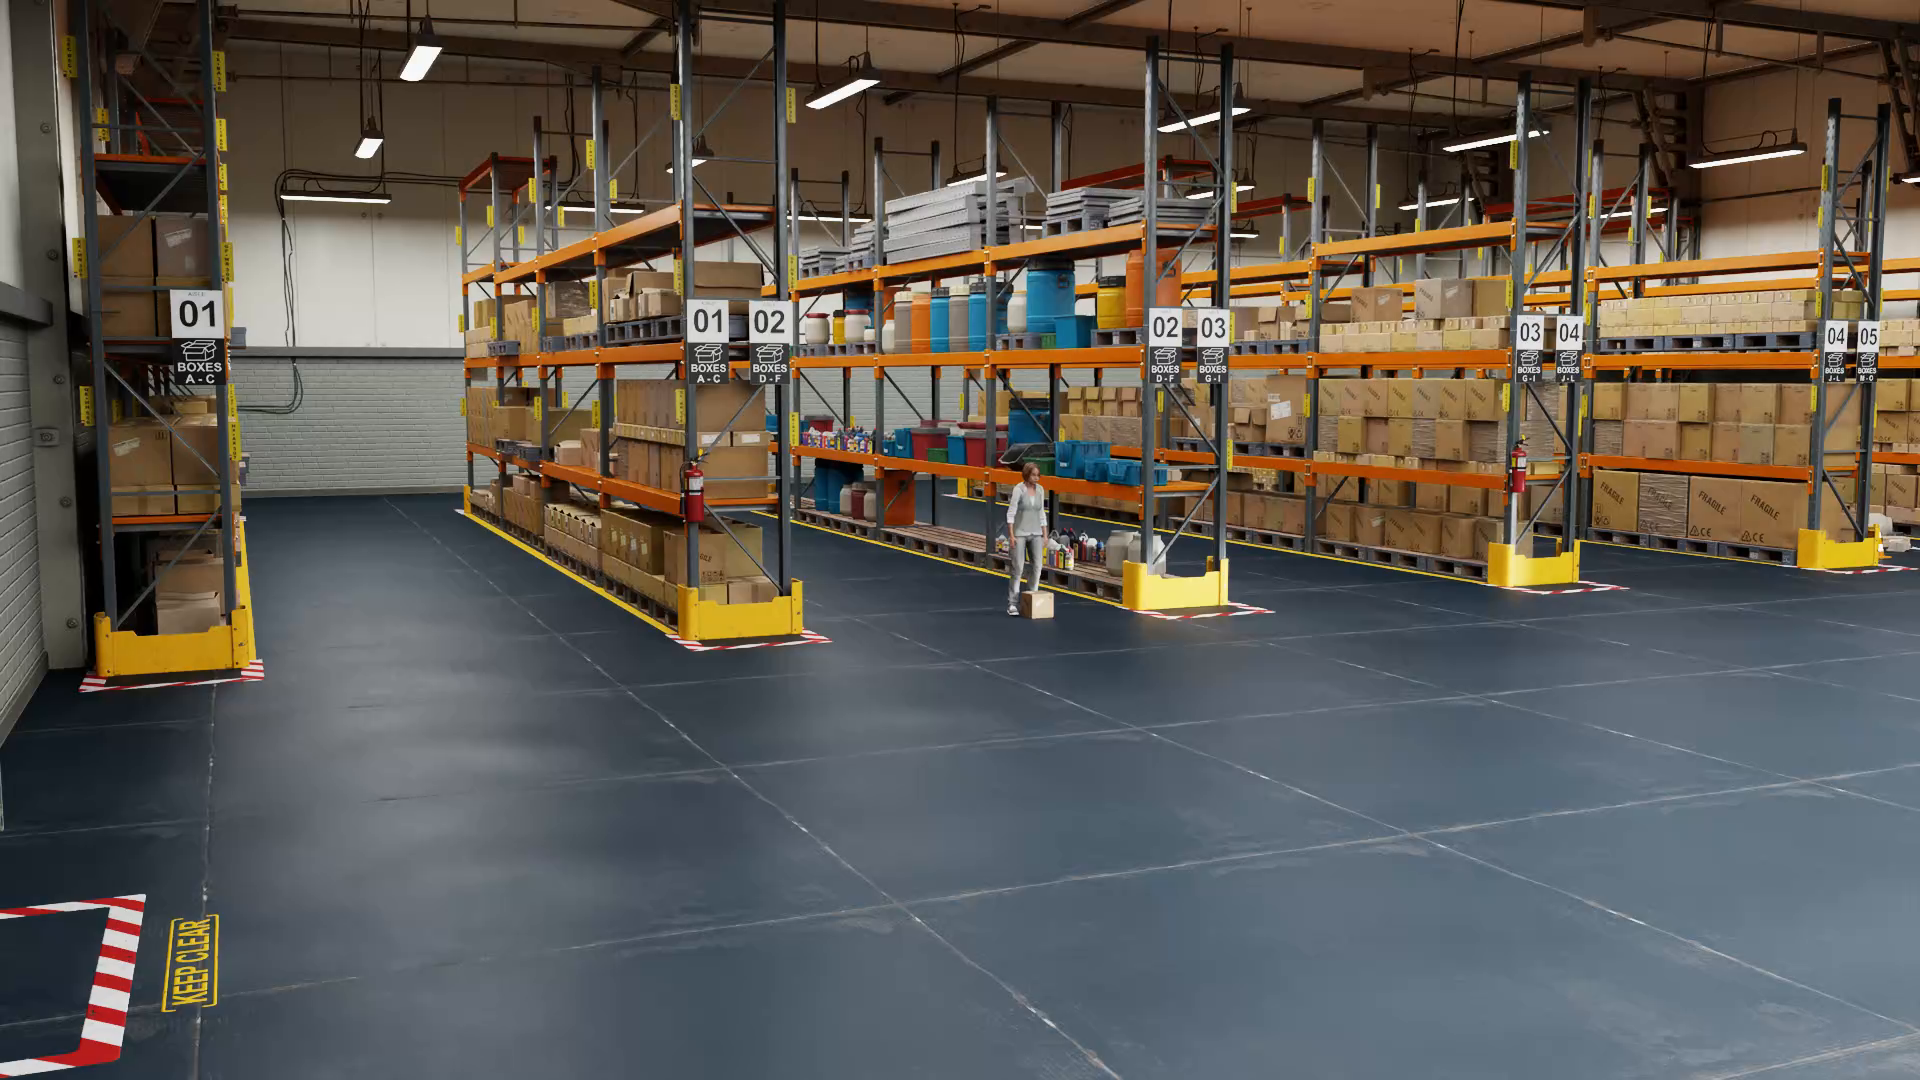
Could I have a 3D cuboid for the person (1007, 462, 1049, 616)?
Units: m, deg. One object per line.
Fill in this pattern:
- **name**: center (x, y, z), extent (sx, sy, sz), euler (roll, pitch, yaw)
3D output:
- **person**: center (0.702, -0.020, 17.412), extent (0.484, 1.594, 0.342), euler (-3, 6, -27)
